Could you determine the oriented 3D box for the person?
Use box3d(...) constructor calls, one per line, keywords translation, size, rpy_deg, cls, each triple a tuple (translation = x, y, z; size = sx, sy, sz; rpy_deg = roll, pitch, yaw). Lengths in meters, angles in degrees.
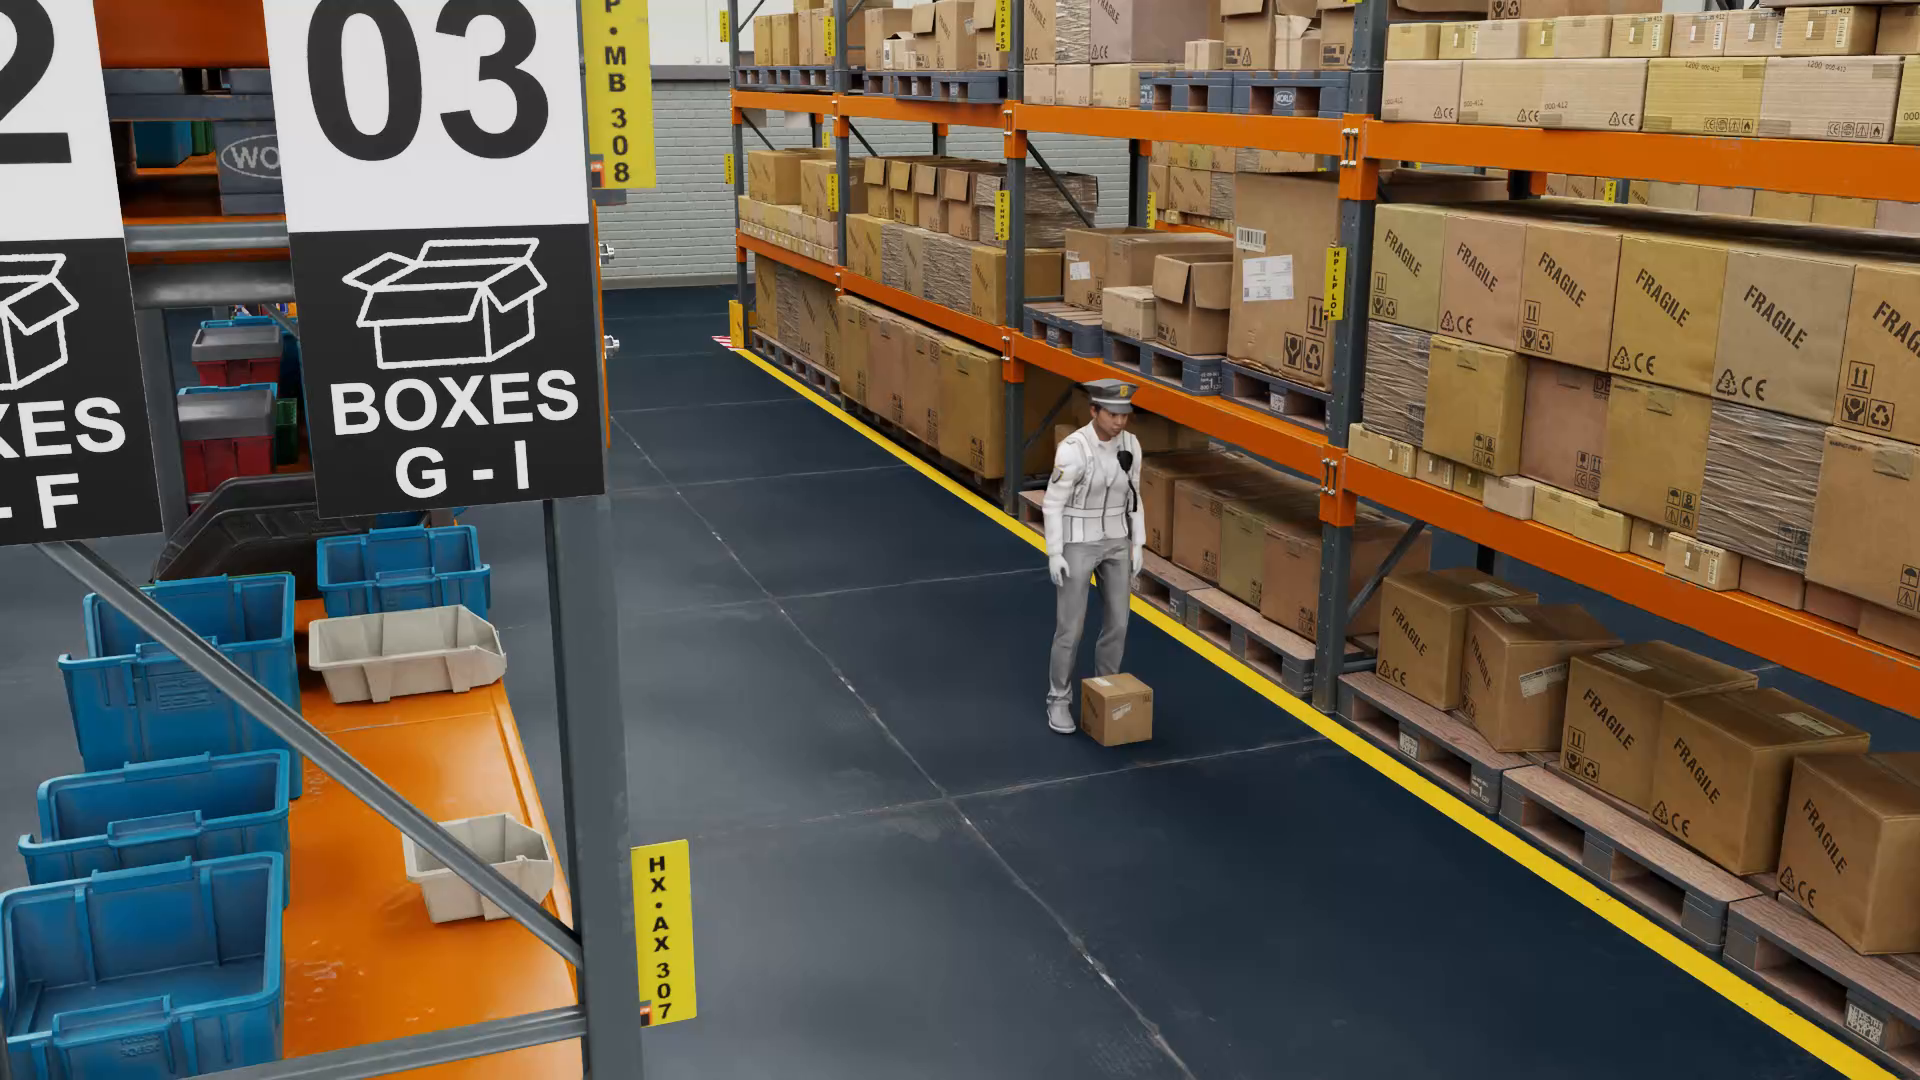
box3d(translation=(0.644, 0.054, 7.829), size=(0.536, 1.662, 0.373), rpy_deg=(-7, 17, -23), cls="person")
